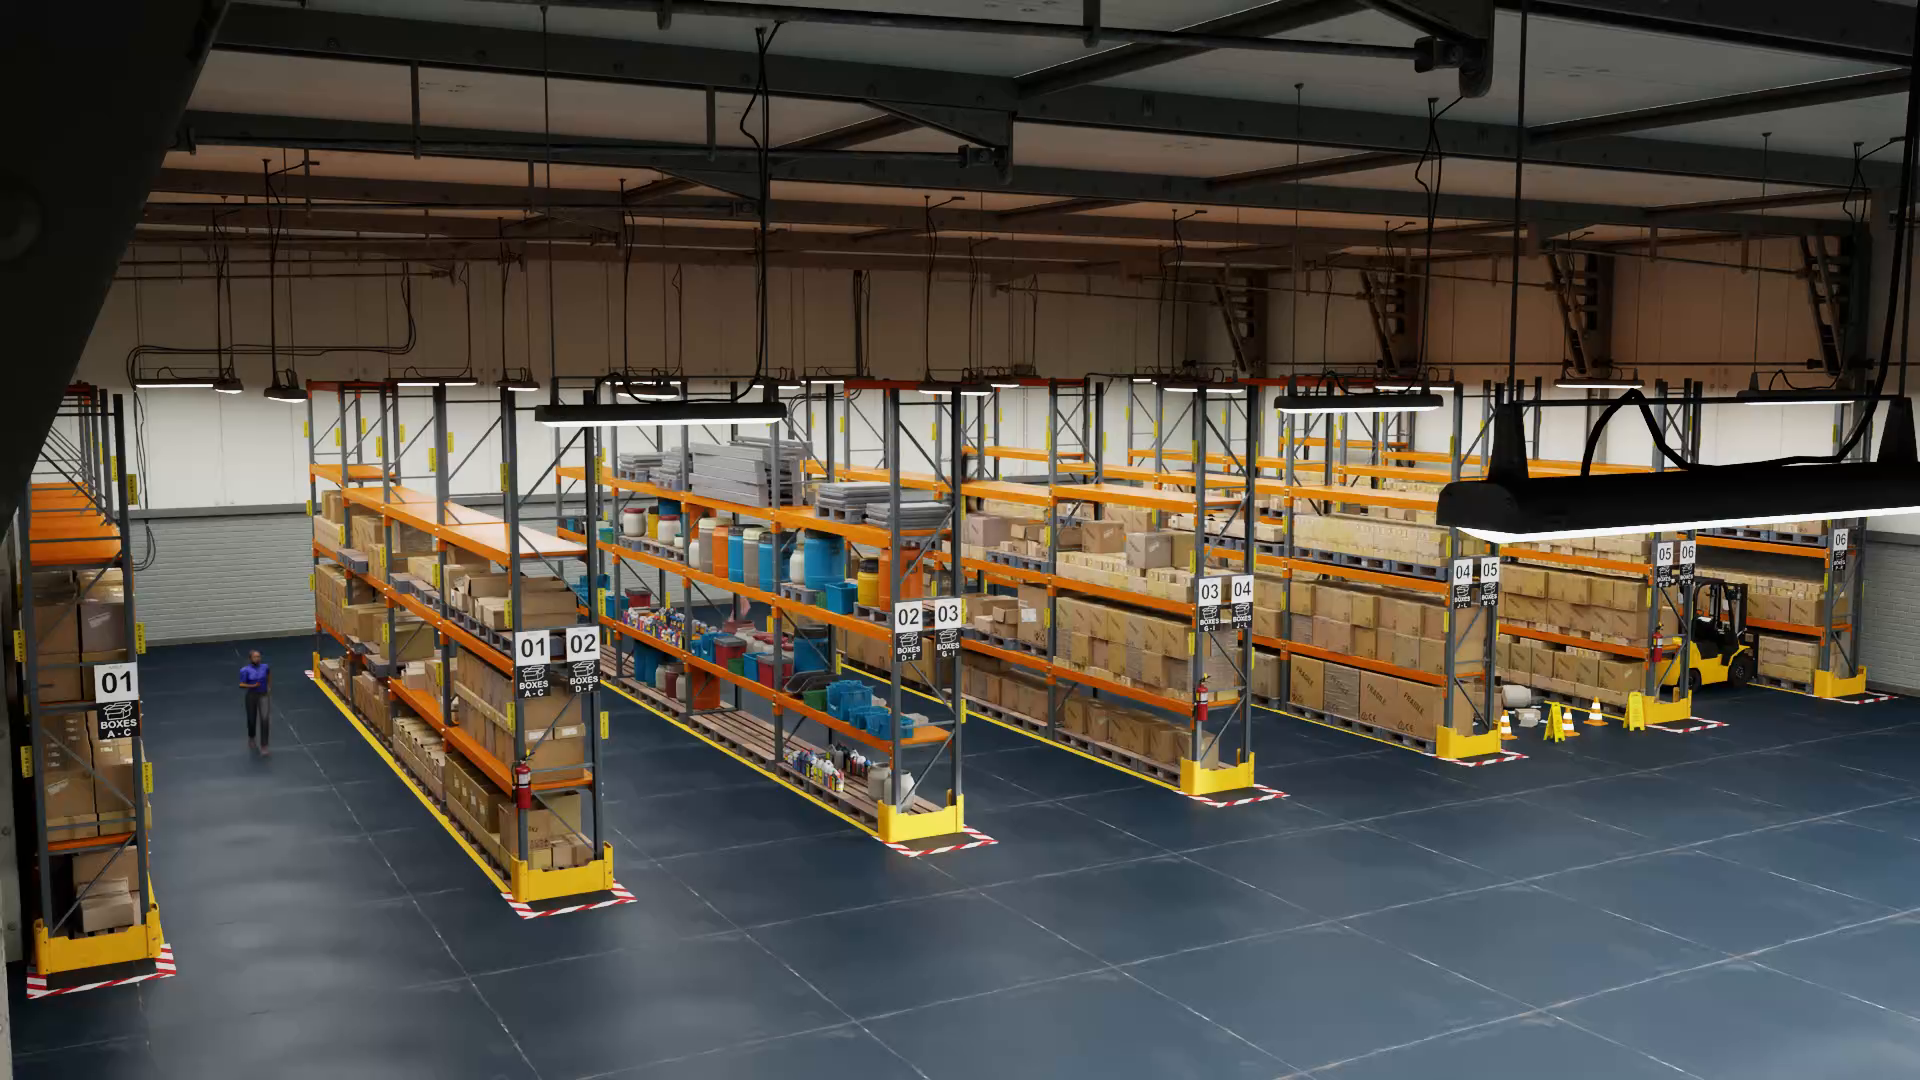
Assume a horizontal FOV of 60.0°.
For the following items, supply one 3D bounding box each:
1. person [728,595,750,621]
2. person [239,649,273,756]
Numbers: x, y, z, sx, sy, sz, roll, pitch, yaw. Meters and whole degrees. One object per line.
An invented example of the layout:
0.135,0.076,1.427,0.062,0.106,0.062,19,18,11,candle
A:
-5.259,1.324,39.556,0.606,1.654,0.654,0,6,3,person
-11.473,2.620,27.111,0.526,1.705,0.861,-3,7,-29,person
